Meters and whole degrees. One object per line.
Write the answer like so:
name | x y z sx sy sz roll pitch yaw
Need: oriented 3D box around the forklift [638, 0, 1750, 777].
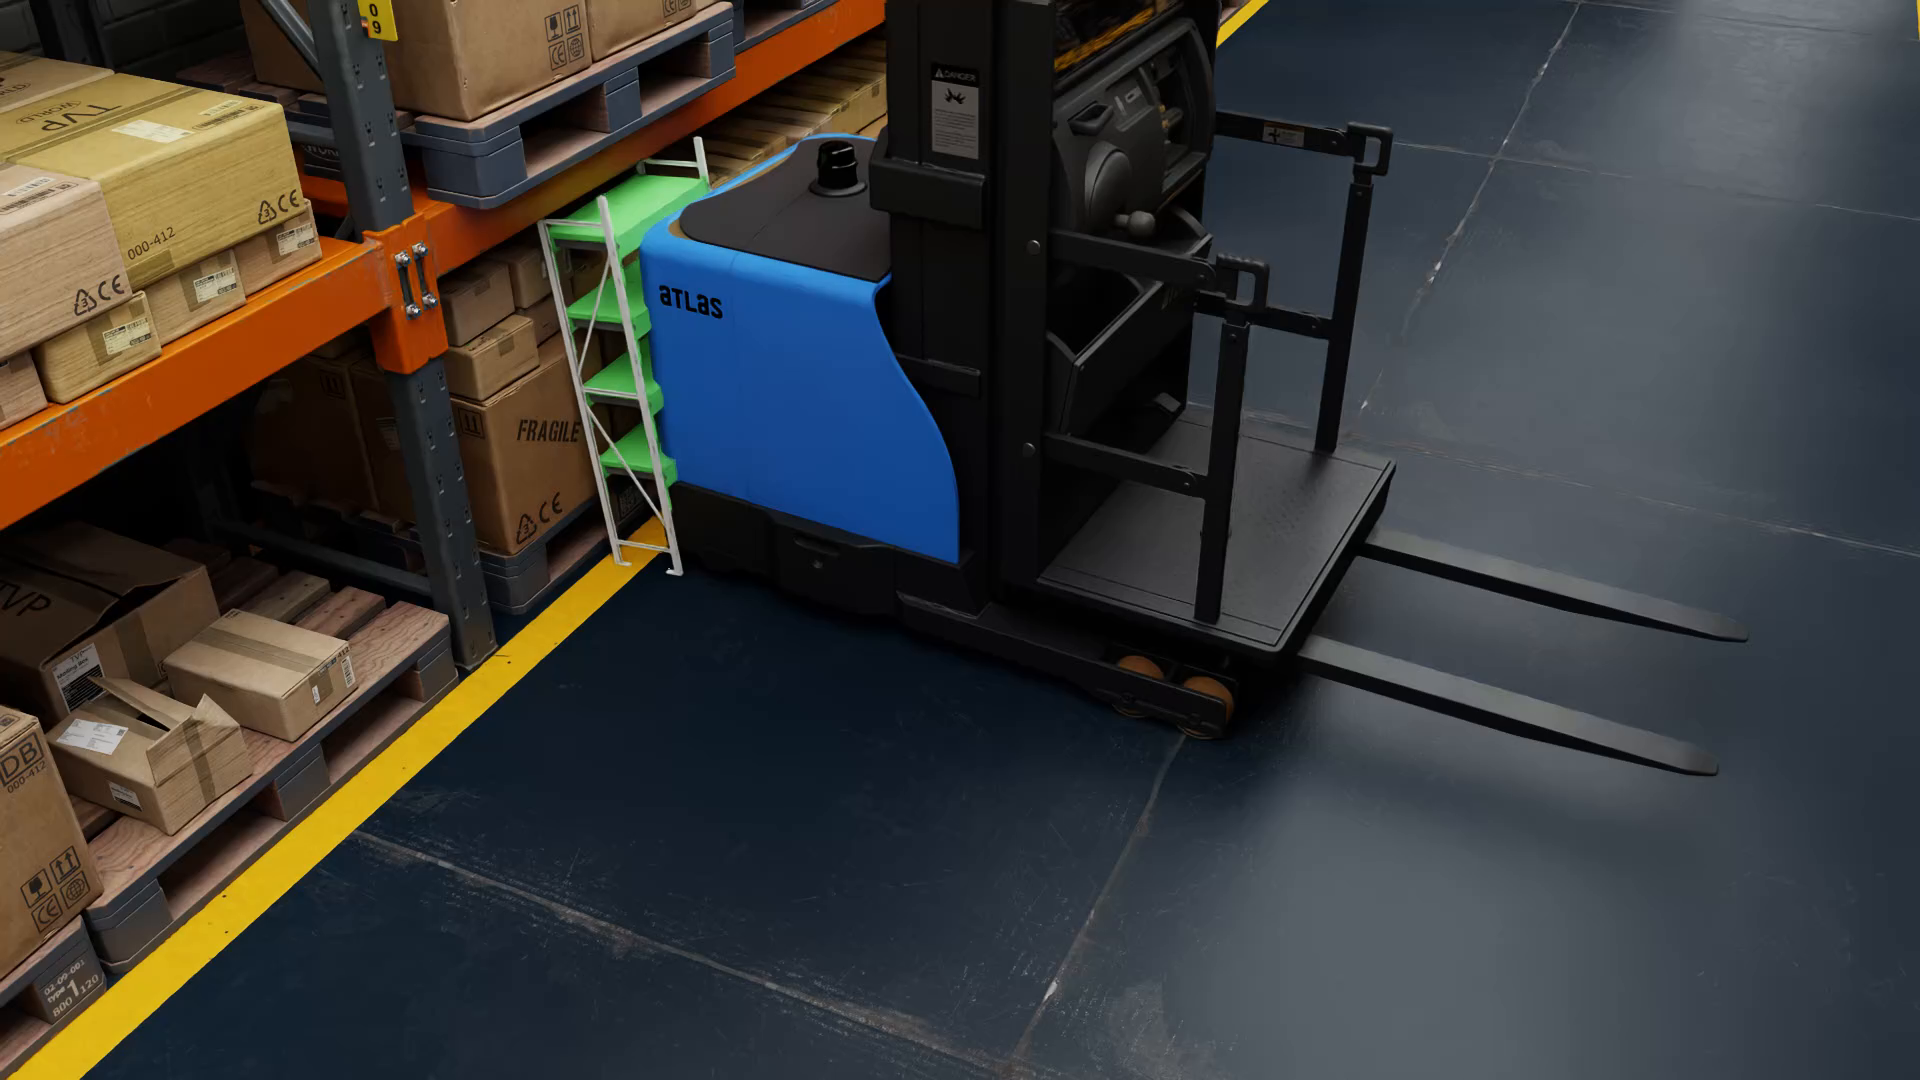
forklift | 0.634 -1.028 4.144 3.031 2.935 1.130 16 37 23

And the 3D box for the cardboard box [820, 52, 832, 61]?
cardboard box | -0.765 -2.103 7.027 0.380 0.149 0.250 15 36 22

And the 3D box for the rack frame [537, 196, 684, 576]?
rack frame | -1.002 -0.420 4.776 0.240 1.200 0.015 9 35 23

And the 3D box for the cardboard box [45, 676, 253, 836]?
cardboard box | -1.918 0.467 3.913 0.396 0.266 0.258 15 36 22

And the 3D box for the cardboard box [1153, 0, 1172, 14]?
cardboard box | 0.692 -3.168 9.129 0.875 0.625 0.625 13 35 19

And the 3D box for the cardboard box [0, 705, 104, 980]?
cardboard box | -2.306 0.622 3.463 0.700 0.500 0.500 13 35 19

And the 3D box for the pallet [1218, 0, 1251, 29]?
pallet | 1.272 -3.466 10.343 1.003 0.211 1.213 14 36 20

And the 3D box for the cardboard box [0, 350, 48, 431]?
cardboard box | -2.016 -0.308 3.213 0.380 0.149 0.250 15 36 22

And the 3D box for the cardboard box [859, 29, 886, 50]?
cardboard box | -0.191 -1.970 6.824 0.380 0.149 0.250 12 35 18

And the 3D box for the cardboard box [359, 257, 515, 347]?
cardboard box | -1.465 -0.681 4.587 0.380 0.149 0.250 14 36 20

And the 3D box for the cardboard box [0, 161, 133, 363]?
cardboard box | -1.990 -0.523 3.177 0.500 0.250 0.500 14 36 21

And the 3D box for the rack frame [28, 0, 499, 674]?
rack frame | -1.802 -1.024 4.076 1.000 3.000 0.127 14 36 20

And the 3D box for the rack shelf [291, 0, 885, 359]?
rack shelf | -0.965 -1.719 5.792 1.077 0.370 4.000 14 36 20

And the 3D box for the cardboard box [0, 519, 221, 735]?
cardboard box | -2.293 0.200 4.279 0.500 0.311 0.500 15 36 22

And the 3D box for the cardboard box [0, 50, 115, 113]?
cardboard box | -2.255 -0.901 3.753 0.500 0.250 0.500 14 36 20

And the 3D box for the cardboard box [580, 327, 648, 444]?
cardboard box | -1.182 -0.611 5.342 0.500 0.500 0.500 14 36 20

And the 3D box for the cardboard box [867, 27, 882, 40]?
cardboard box | -0.560 -2.001 7.462 0.500 0.500 0.500 16 36 22

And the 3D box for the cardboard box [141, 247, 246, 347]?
cardboard box | -1.795 -0.567 3.609 0.380 0.149 0.250 15 36 22

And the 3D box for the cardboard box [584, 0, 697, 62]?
cardboard box | -1.180 -1.689 4.616 0.700 0.500 0.500 15 36 21

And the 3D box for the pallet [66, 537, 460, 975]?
pallet | -2.090 0.484 4.319 1.003 0.211 1.213 14 36 20

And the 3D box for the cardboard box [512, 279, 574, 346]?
cardboard box | -1.365 -0.698 4.885 0.380 0.149 0.250 13 35 19

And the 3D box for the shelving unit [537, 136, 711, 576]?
shelving unit | -0.904 -0.544 4.961 0.258 1.200 0.503 9 35 23

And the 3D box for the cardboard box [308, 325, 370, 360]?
cardboard box | -1.910 -0.675 4.848 0.380 0.149 0.250 13 35 19

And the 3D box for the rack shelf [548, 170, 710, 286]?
rack shelf | -0.939 -0.897 4.744 0.258 0.148 0.480 9 35 23

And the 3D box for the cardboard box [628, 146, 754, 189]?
cardboard box | -0.921 -1.208 5.661 0.380 0.149 0.250 15 36 22

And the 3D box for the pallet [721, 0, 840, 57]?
pallet | -0.938 -1.966 5.688 1.003 0.211 1.213 14 36 20

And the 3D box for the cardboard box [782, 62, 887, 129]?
cardboard box | -0.493 -1.728 6.455 0.380 0.149 0.250 15 36 22

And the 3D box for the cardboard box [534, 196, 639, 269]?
cardboard box | -1.165 -0.969 5.297 0.380 0.149 0.250 14 36 20

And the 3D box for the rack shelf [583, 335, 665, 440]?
rack shelf | -0.898 -0.490 4.995 0.258 0.148 0.480 9 35 23

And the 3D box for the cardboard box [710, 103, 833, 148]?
cardboard box | -0.685 -1.459 6.045 0.380 0.149 0.250 12 35 18
